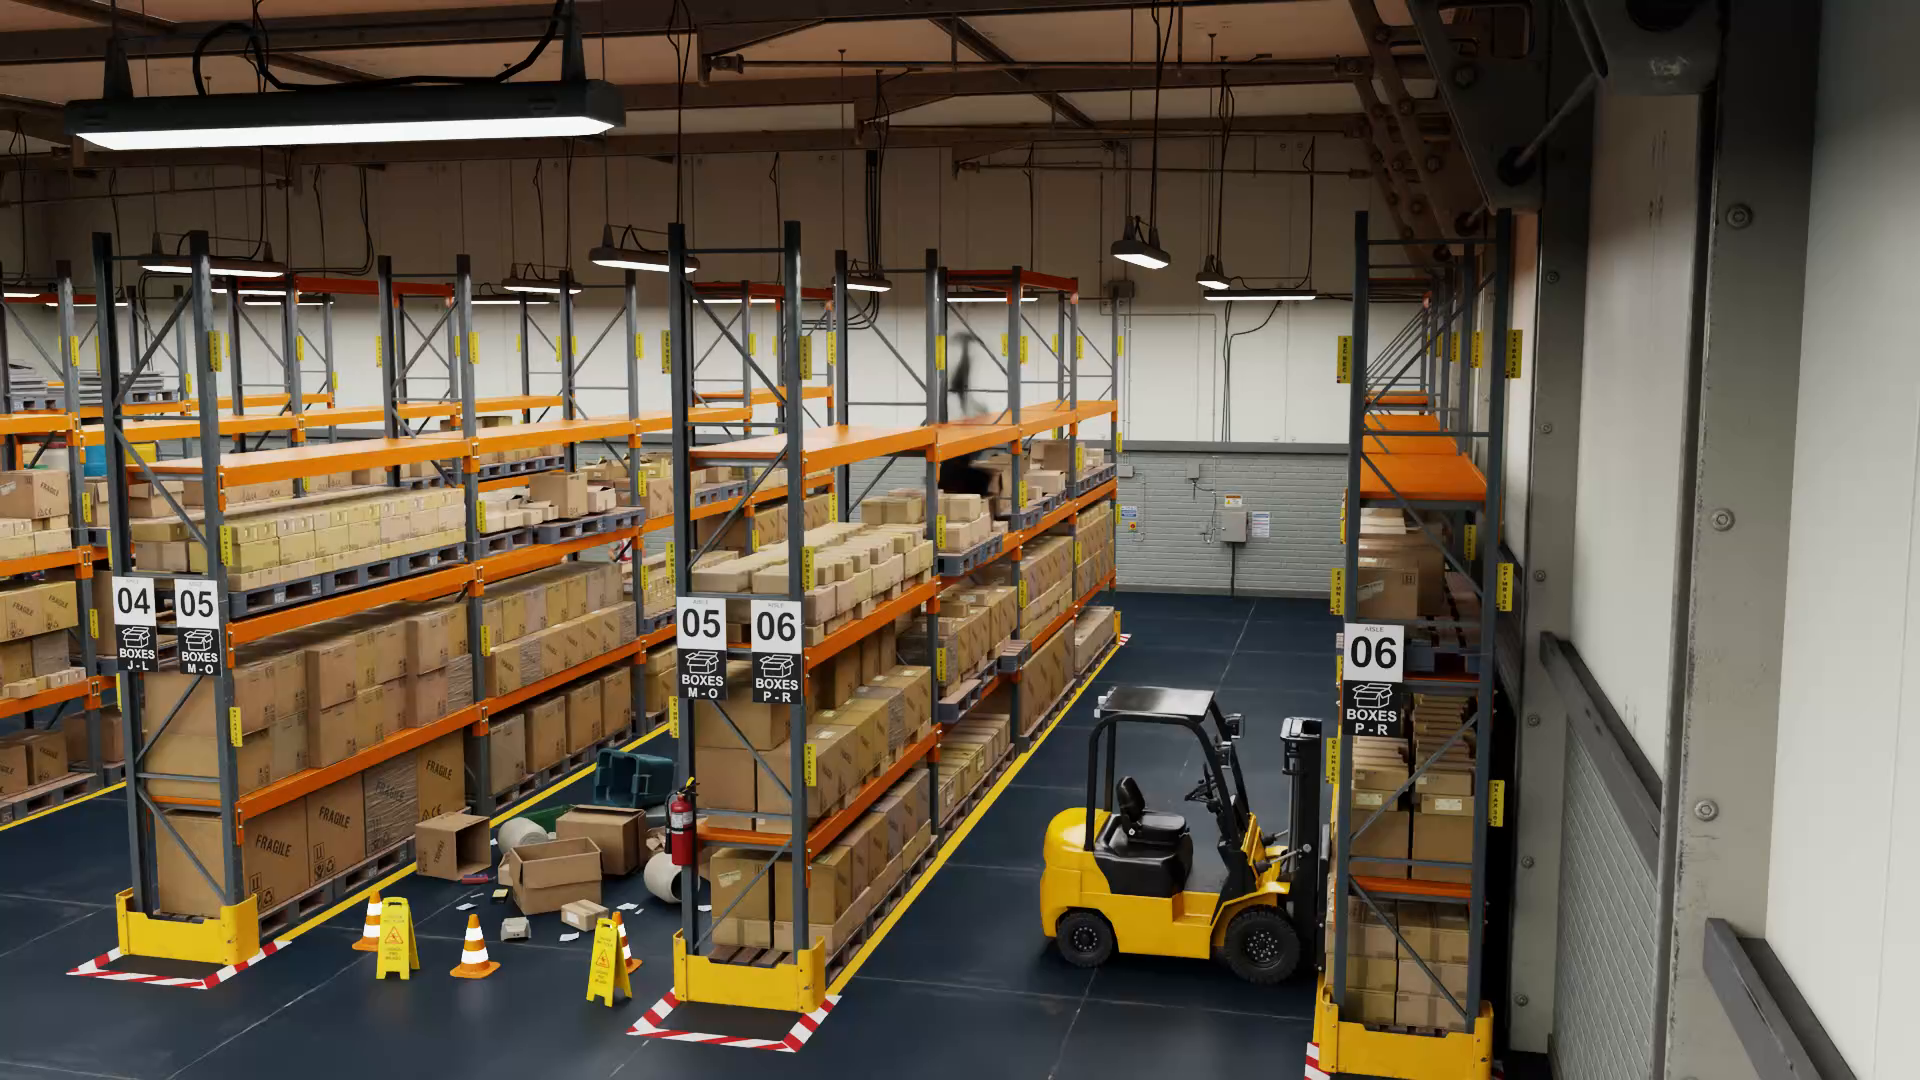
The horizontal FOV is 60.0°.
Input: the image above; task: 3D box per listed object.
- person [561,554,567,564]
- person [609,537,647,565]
[{"bbox_3d":[-6.428,1.027,27.304,0.579,1.632,0.694,1,7,11],"label":"person"},{"bbox_3d":[-6.185,0.507,31.171,0.711,1.745,0.542,-5,9,-37],"label":"person"}]
